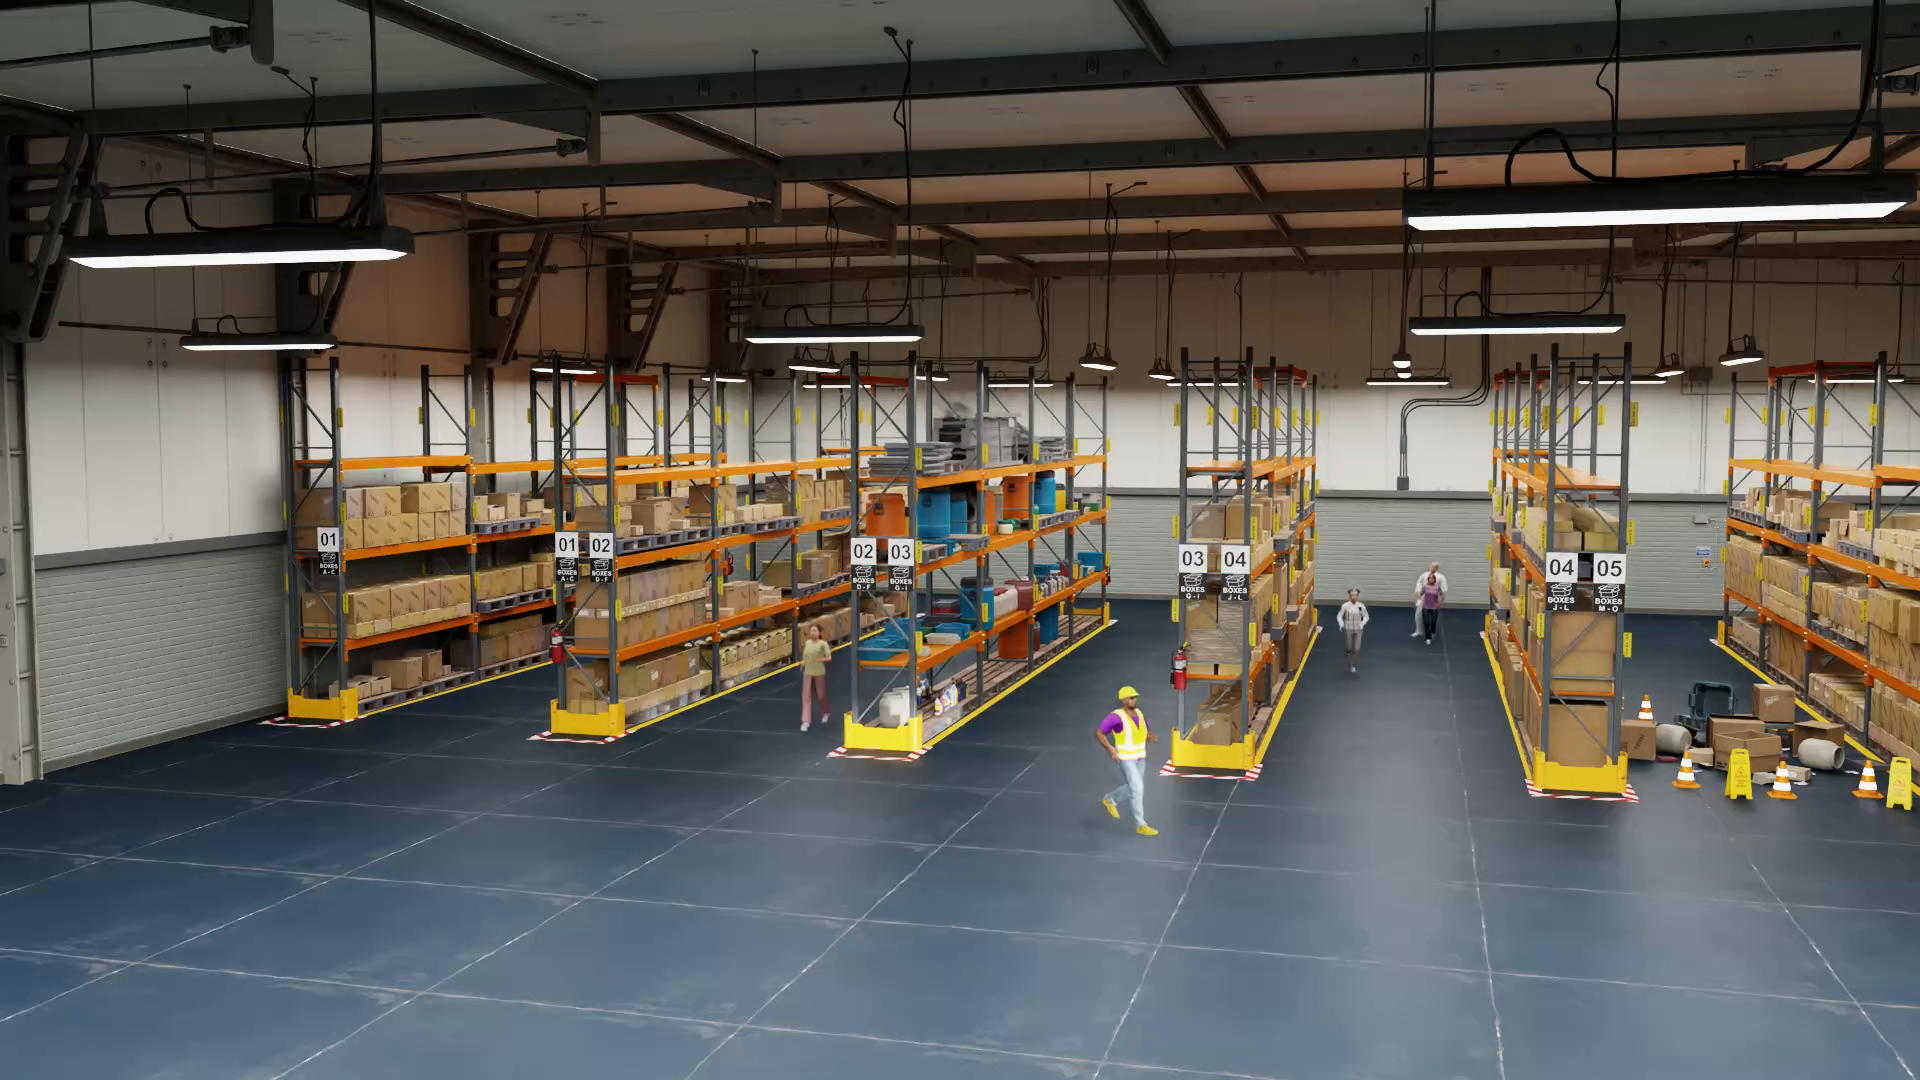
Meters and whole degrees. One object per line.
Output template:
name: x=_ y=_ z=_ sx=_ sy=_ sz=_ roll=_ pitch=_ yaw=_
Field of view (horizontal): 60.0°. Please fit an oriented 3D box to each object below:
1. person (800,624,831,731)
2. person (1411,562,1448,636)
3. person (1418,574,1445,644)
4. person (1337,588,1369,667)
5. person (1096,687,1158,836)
person: x=-2.324 y=2.175 z=26.730 sx=0.577 sy=1.663 sz=0.947 roll=1 pitch=4 yaw=16
person: x=10.804 y=1.356 z=38.137 sx=0.755 sy=1.715 sz=0.718 roll=4 pitch=6 yaw=42
person: x=10.450 y=1.544 z=36.917 sx=0.568 sy=1.552 sz=0.554 roll=1 pitch=4 yaw=19
person: x=7.774 y=1.741 z=32.863 sx=0.621 sy=1.583 sz=0.497 roll=1 pitch=4 yaw=10
person: x=2.042 y=2.640 z=20.110 sx=0.711 sy=1.748 sz=0.954 roll=-4 pitch=6 yaw=-44
